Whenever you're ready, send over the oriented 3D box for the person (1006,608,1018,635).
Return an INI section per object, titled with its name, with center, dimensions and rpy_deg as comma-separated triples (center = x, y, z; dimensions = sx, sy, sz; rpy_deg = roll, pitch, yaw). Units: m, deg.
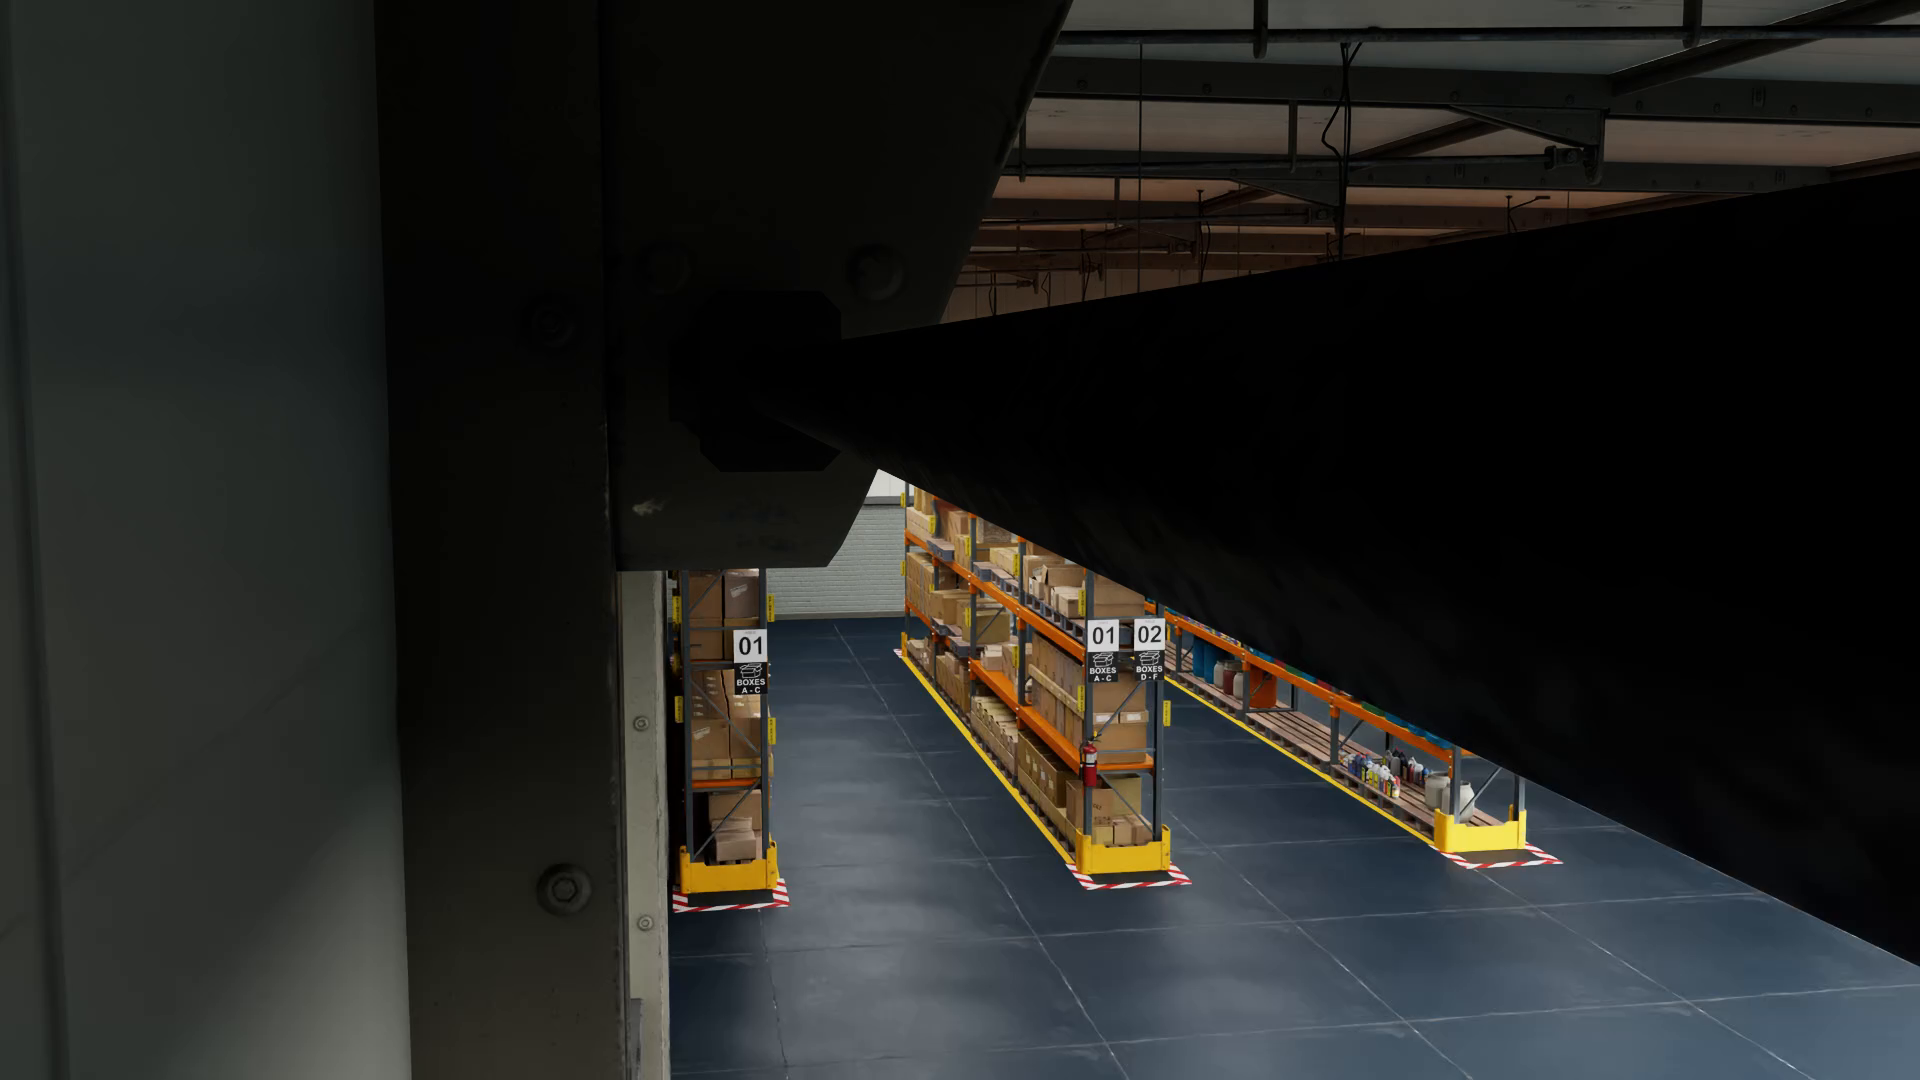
[person]
center = 1.286, 1.451, 38.542
dimensions = 0.601, 1.725, 1.067
rpy_deg = -1, 6, -8
